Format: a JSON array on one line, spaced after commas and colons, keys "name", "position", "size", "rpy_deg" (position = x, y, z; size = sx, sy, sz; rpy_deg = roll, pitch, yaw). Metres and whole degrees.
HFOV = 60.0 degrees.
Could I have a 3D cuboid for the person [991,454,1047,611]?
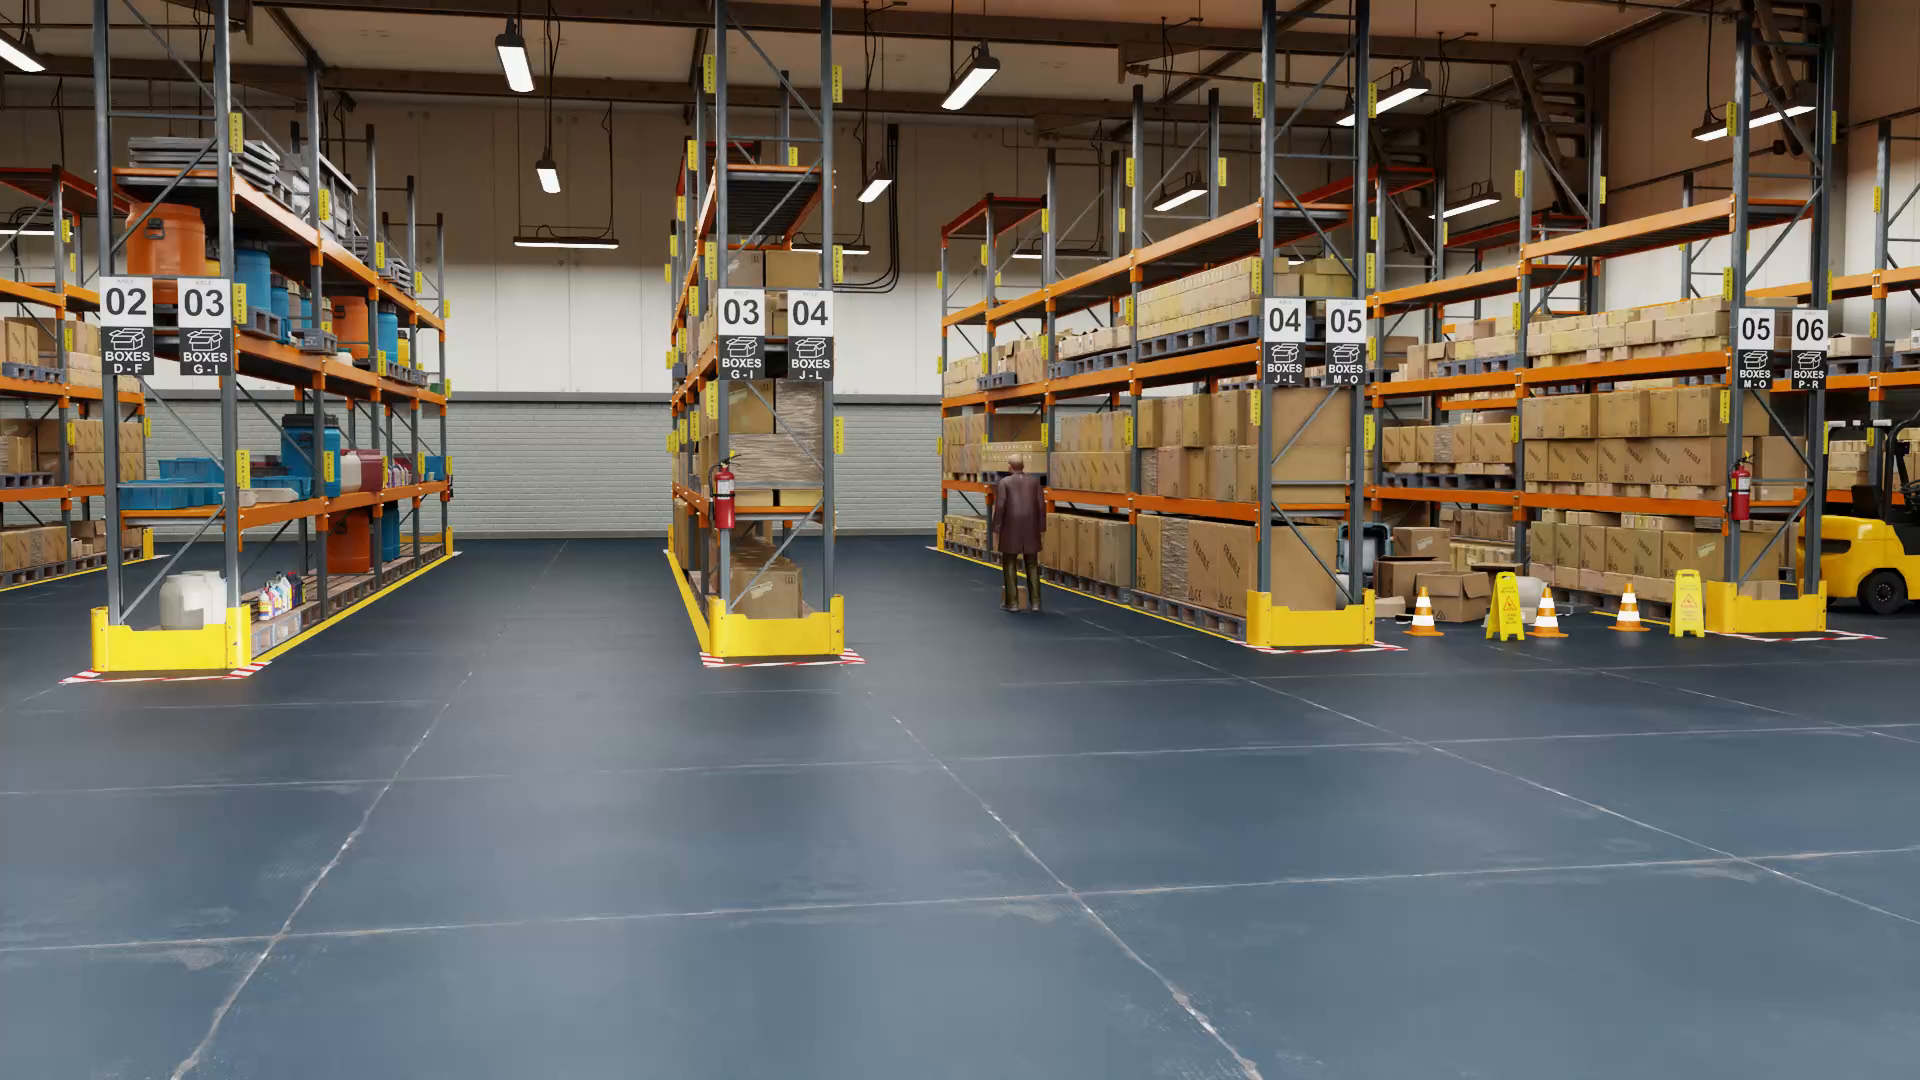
[{"name": "person", "position": [0.667, -0.085, 18.797], "size": [0.648, 1.772, 0.429], "rpy_deg": [-1, 3, -15]}]
